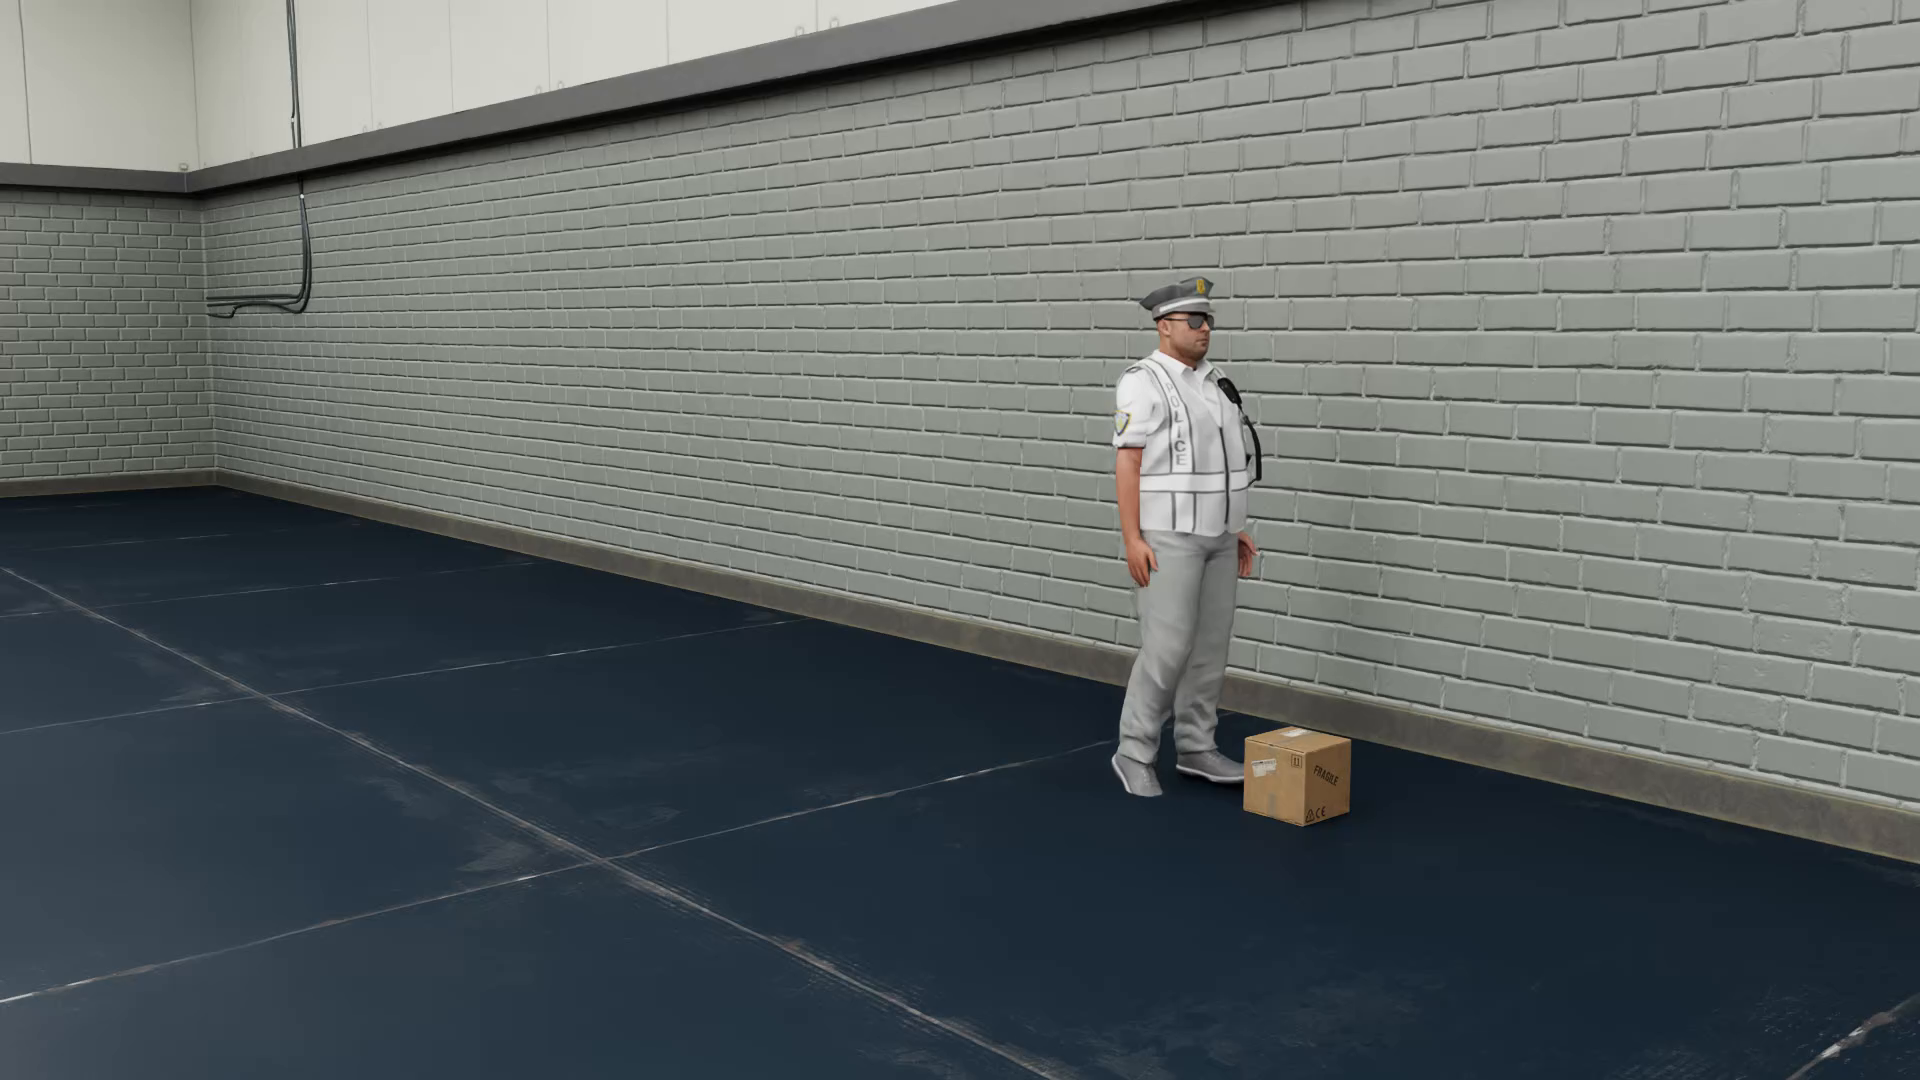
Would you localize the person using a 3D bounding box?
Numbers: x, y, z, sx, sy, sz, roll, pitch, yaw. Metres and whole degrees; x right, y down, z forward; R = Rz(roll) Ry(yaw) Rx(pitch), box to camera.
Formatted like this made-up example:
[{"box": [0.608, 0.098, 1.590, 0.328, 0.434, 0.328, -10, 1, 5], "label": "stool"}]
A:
[{"box": [0.813, 0.017, 5.804, 0.550, 1.855, 0.439, -6, 10, -40], "label": "person"}]
